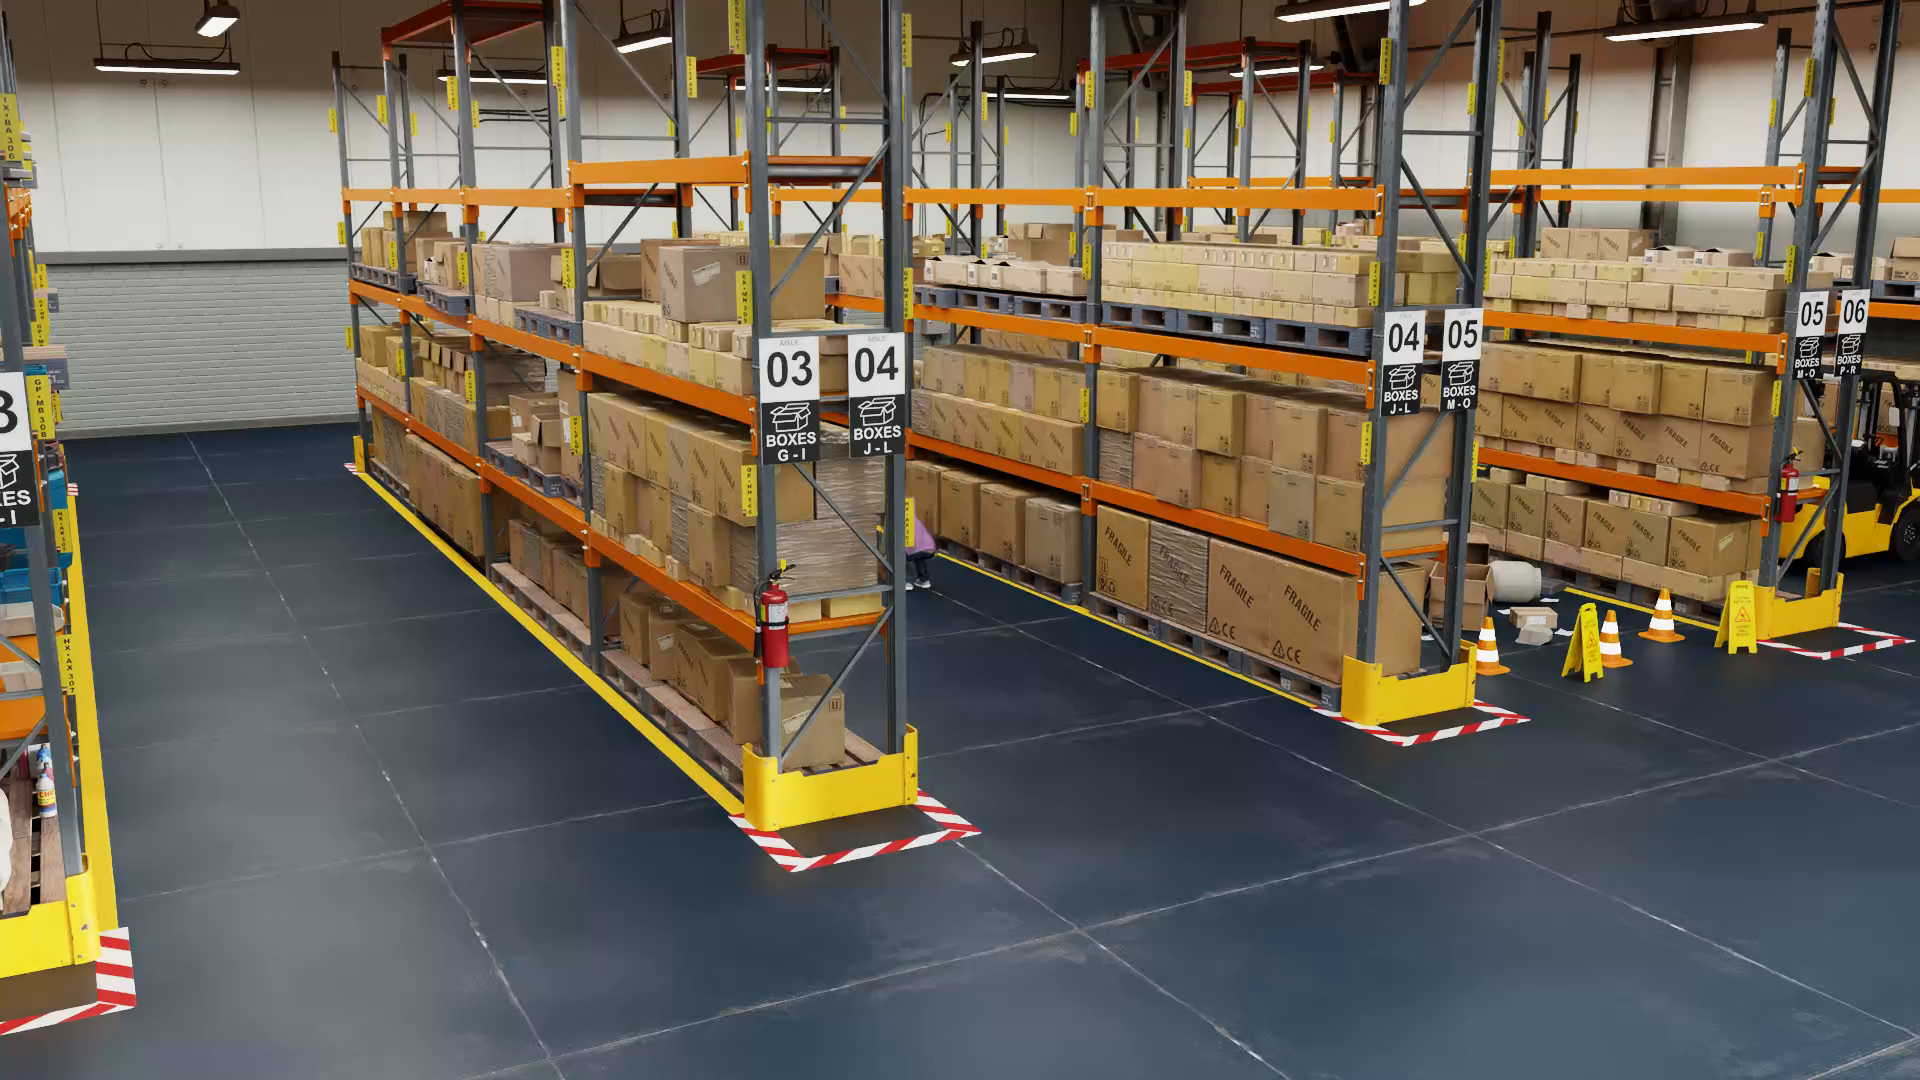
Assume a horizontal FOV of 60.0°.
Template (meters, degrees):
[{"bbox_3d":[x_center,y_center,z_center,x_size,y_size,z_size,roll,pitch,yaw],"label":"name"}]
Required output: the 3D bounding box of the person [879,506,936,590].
[{"bbox_3d":[-0.555,0.081,17.465,0.442,0.829,0.801,-6,14,-28],"label":"person"}]
